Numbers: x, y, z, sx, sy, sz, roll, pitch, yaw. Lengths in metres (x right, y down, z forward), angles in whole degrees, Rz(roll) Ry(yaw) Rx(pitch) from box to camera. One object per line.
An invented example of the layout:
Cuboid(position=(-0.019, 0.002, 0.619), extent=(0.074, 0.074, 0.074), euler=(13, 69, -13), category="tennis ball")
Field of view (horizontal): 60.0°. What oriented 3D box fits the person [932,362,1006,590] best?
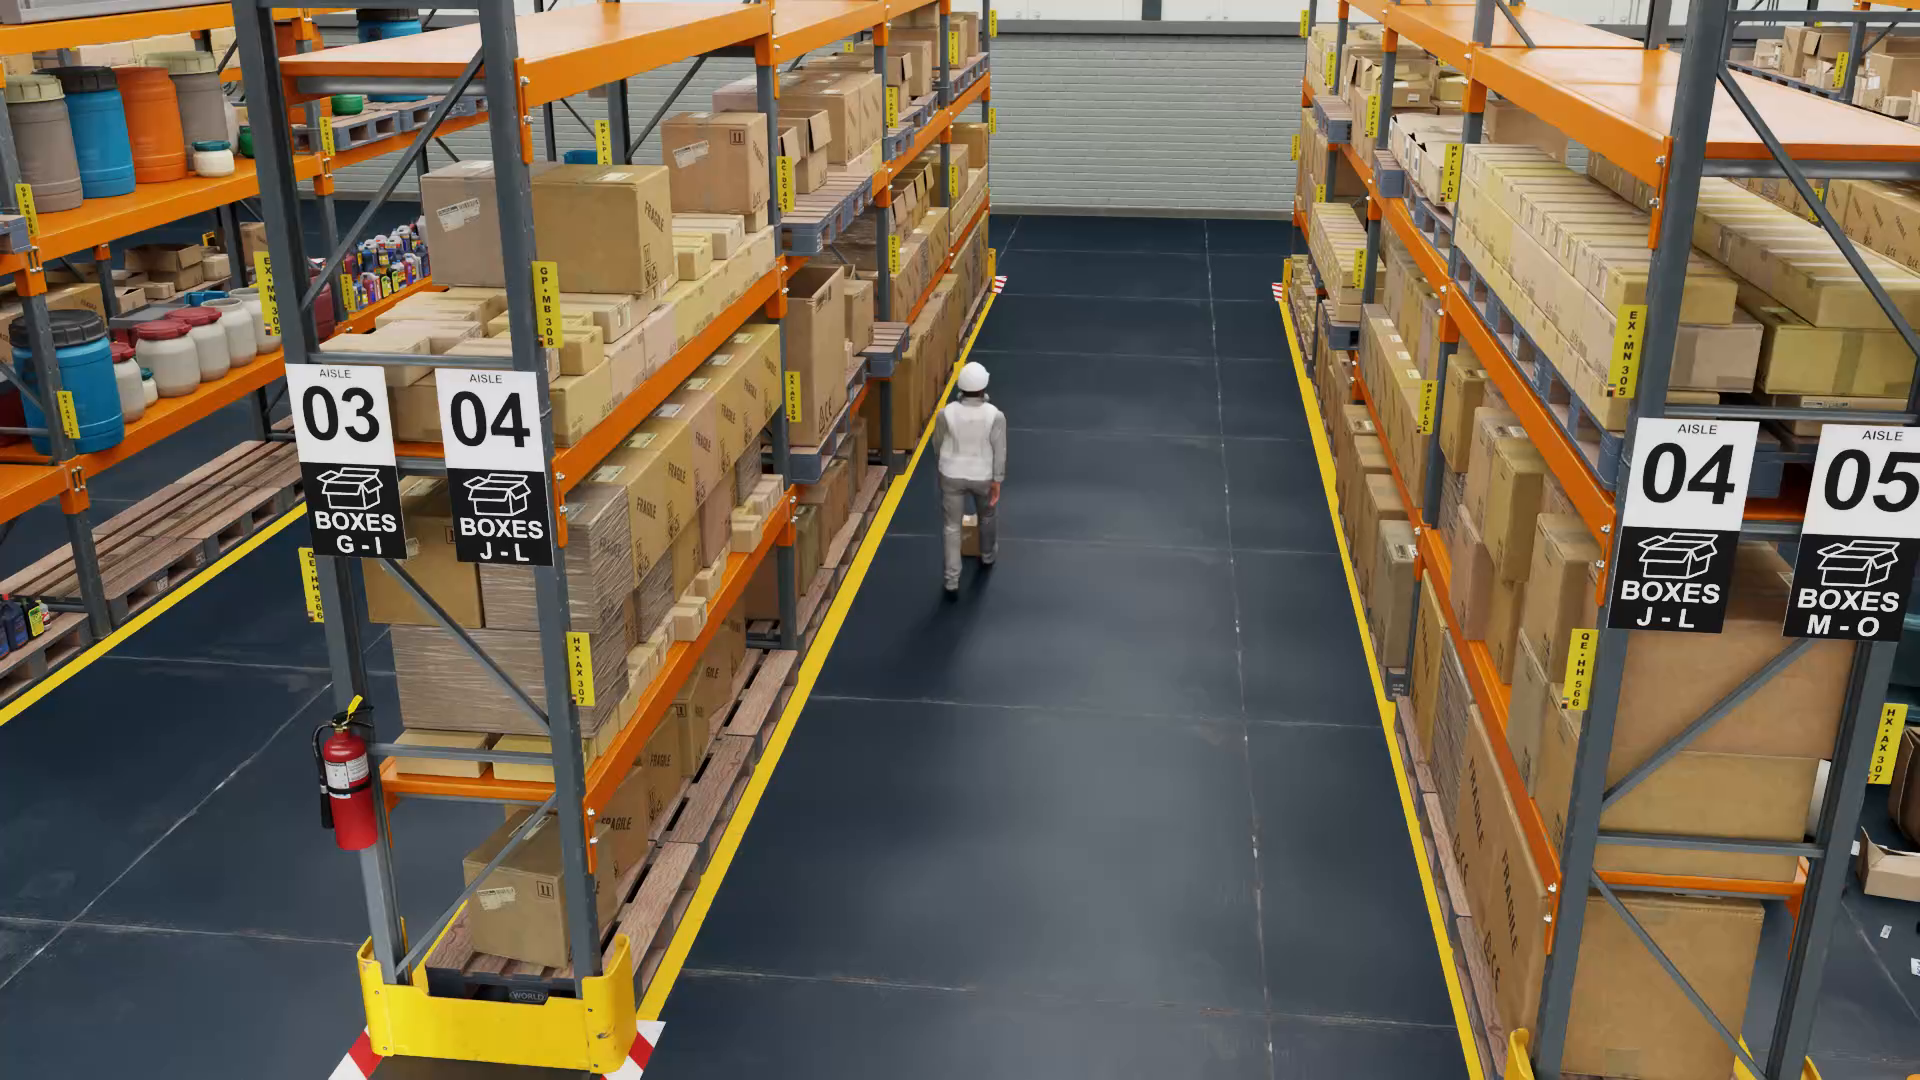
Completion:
Cuboid(position=(0.060, -0.533, 12.467), extent=(0.538, 1.721, 1.005), euler=(-1, 21, -3), category="person")
